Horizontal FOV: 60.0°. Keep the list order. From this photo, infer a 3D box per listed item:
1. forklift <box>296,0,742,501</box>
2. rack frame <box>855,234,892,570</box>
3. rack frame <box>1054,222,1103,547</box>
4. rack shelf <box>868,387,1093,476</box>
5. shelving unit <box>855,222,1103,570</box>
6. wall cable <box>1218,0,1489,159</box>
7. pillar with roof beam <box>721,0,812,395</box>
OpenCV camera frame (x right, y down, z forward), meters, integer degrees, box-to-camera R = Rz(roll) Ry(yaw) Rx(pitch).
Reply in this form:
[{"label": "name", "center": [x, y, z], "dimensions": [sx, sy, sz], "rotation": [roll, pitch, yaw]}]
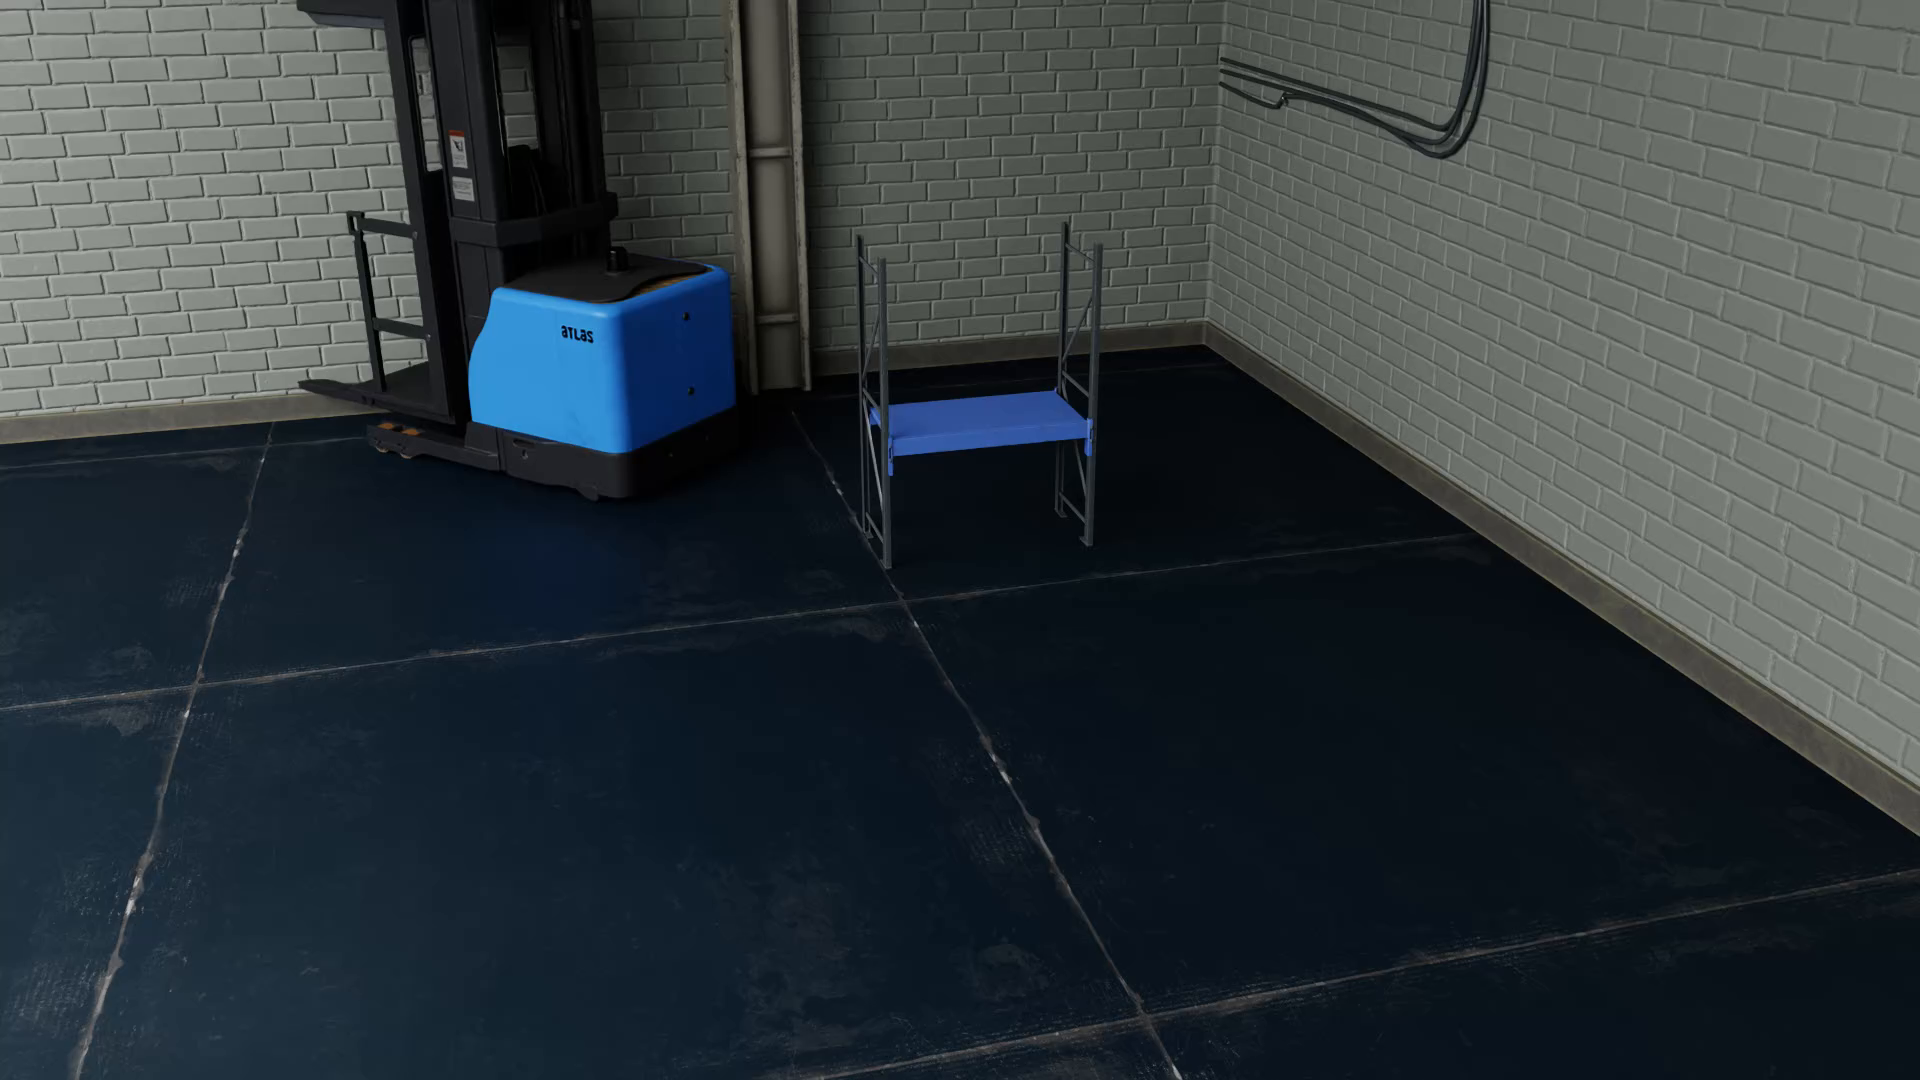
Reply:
[{"label": "forklift", "center": [-2.750, -1.964, 9.110], "dimensions": [3.031, 2.935, 1.130], "rotation": [13, 27, 28]}, {"label": "rack frame", "center": [-0.407, -0.644, 7.849], "dimensions": [0.032, 1.500, 0.500], "rotation": [-6, 24, -14]}, {"label": "rack frame", "center": [0.572, -0.752, 8.102], "dimensions": [0.032, 1.500, 0.500], "rotation": [-6, 24, -14]}, {"label": "rack shelf", "center": [0.082, -0.533, 8.046], "dimensions": [1.000, 0.185, 0.538], "rotation": [-6, 24, -14]}, {"label": "shelving unit", "center": [0.082, -0.698, 7.975], "dimensions": [1.048, 1.500, 0.538], "rotation": [-6, 24, -14]}, {"label": "wall cable", "center": [2.034, -3.499, 8.930], "dimensions": [0.112, 2.526, 3.097], "rotation": [-6, 24, -14]}, {"label": "pillar with roof beam", "center": [0.003, -3.480, 4.948], "dimensions": [0.400, 9.000, 9.100], "rotation": [-6, 24, -14]}]
